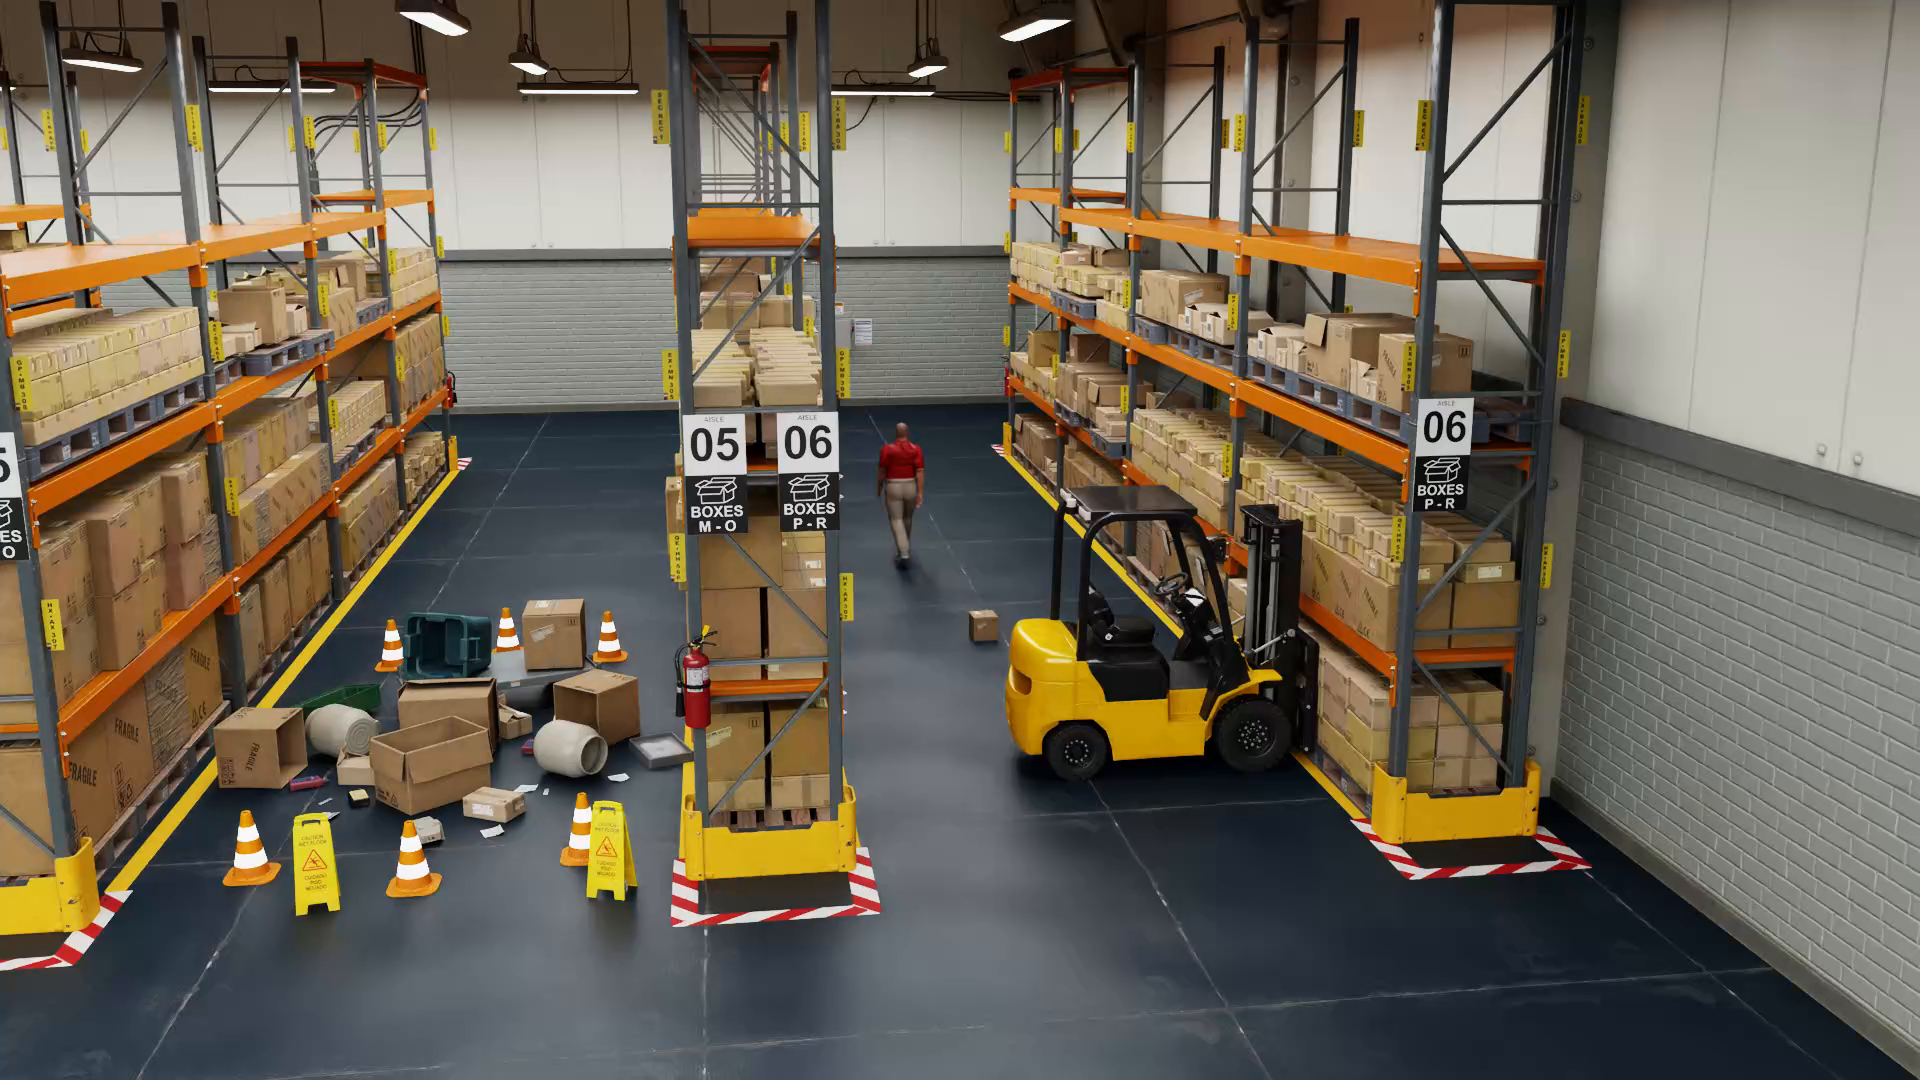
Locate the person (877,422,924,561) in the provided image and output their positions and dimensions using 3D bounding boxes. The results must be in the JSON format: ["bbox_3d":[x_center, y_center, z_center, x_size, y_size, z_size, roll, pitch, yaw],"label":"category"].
[{"bbox_3d":[-0.732,-0.604,20.122,0.535,1.672,1.054,-4,14,-18],"label":"person"}]
